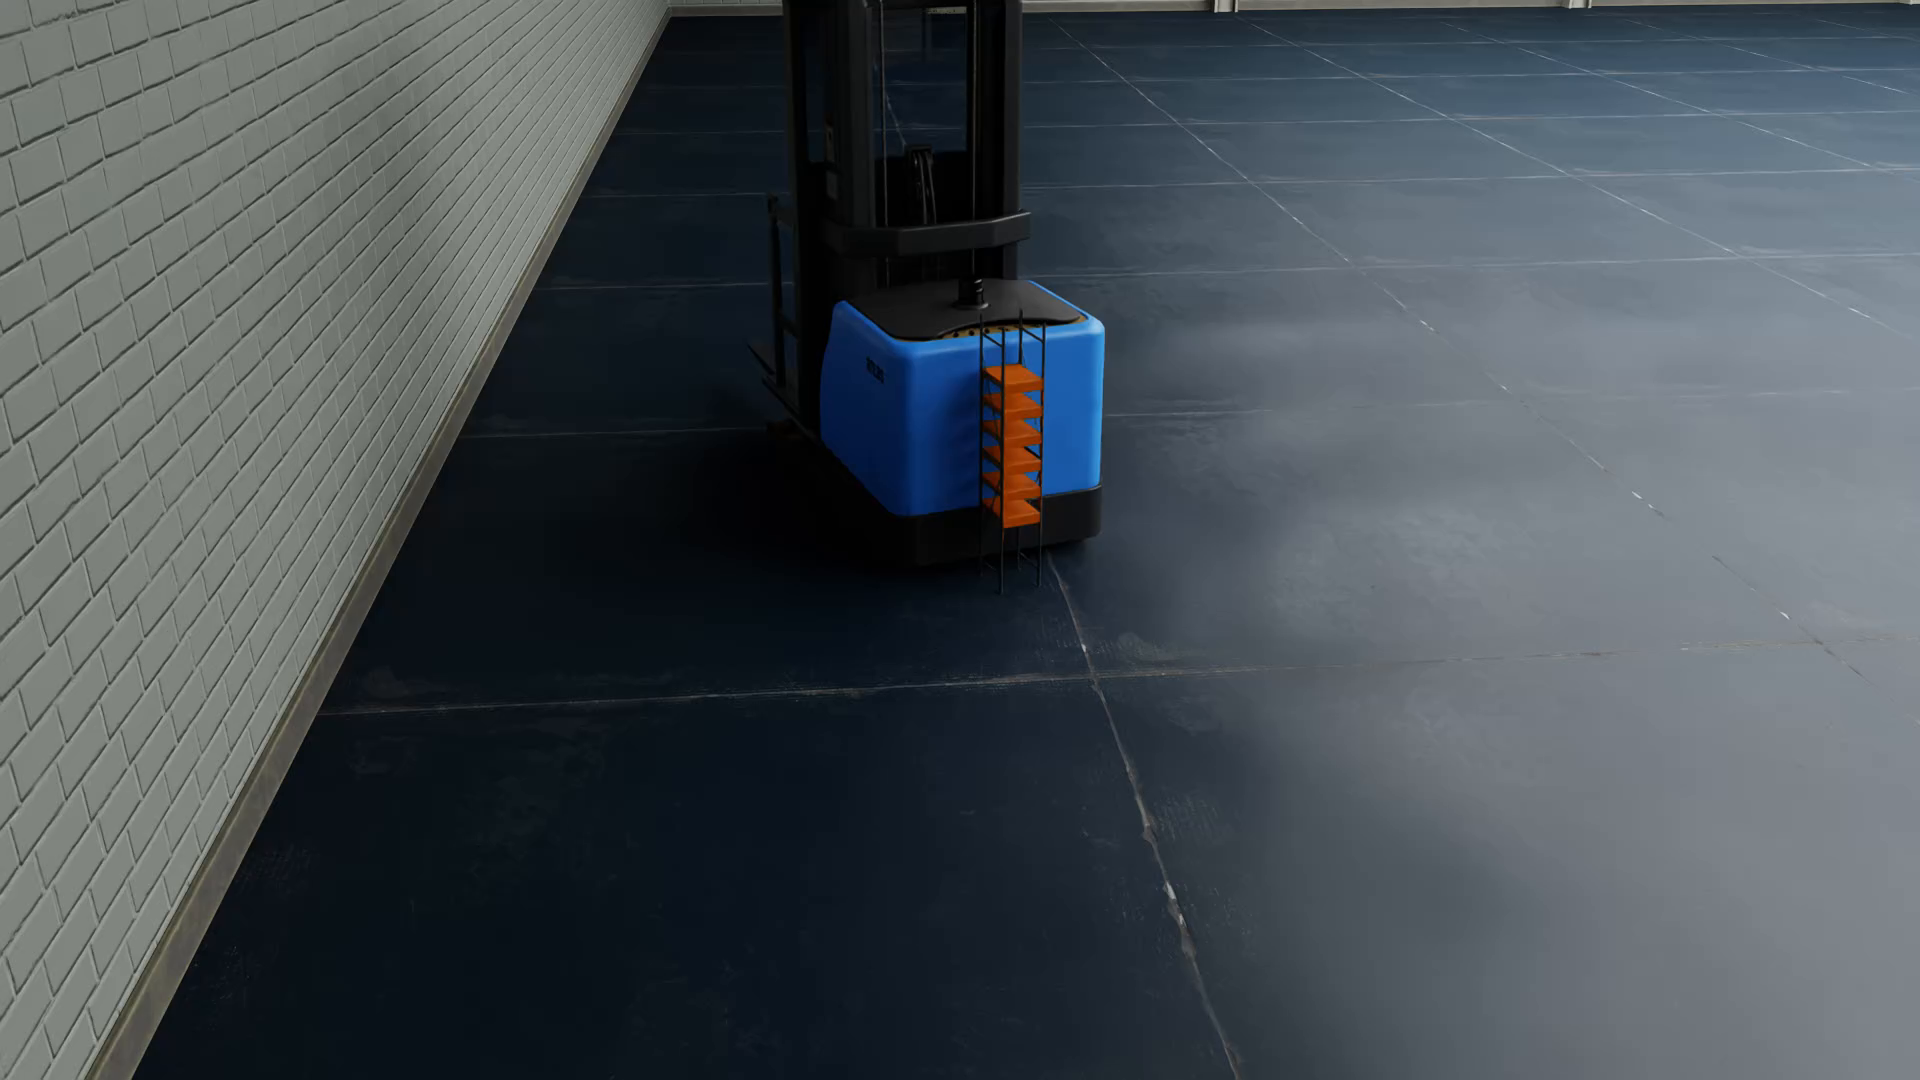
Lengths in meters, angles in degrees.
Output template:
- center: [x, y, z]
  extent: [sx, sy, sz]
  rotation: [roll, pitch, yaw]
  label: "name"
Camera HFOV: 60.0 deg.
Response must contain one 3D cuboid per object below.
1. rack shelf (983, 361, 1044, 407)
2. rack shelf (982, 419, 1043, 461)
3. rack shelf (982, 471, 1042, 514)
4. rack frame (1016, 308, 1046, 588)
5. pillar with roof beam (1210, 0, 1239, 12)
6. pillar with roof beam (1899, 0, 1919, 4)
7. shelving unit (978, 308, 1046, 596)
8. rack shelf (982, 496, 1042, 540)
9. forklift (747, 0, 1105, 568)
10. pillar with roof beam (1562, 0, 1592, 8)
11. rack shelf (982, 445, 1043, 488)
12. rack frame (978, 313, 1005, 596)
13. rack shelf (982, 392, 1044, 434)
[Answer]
- center: [0.216, -0.655, 6.969]
  extent: [0.180, 0.103, 0.258]
  rotation: [-10, 26, -21]
  label: "rack shelf"
- center: [0.216, -0.436, 7.067]
  extent: [0.180, 0.103, 0.258]
  rotation: [-10, 26, -21]
  label: "rack shelf"
- center: [0.216, -0.216, 7.164]
  extent: [0.180, 0.103, 0.258]
  rotation: [-10, 26, -21]
  label: "rack shelf"
- center: [0.300, -0.381, 7.131]
  extent: [0.006, 1.200, 0.240]
  rotation: [-10, 26, -21]
  label: "rack frame"
- center: [4.744, -11.039, 21.506]
  extent: [0.400, 9.000, 9.100]
  rotation: [-2, 24, -5]
  label: "pillar with roof beam"
- center: [16.686, -11.518, 22.584]
  extent: [0.400, 9.000, 9.100]
  rotation: [-2, 24, -5]
  label: "pillar with roof beam"
- center: [0.216, -0.367, 7.098]
  extent: [0.189, 1.200, 0.258]
  rotation: [-10, 26, -21]
  label: "shelving unit"
- center: [0.216, -0.107, 7.213]
  extent: [0.180, 0.103, 0.258]
  rotation: [-10, 26, -21]
  label: "rack shelf"
- center: [-0.372, -1.788, 8.164]
  extent: [1.130, 2.935, 3.031]
  rotation: [-9, 26, -20]
  label: "forklift"
- center: [10.715, -11.278, 22.045]
  extent: [0.400, 9.000, 9.100]
  rotation: [-2, 24, -5]
  label: "pillar with roof beam"
- center: [0.216, -0.326, 7.116]
  extent: [0.180, 0.103, 0.258]
  rotation: [-10, 26, -21]
  label: "rack shelf"
- center: [0.133, -0.352, 7.064]
  extent: [0.006, 1.200, 0.240]
  rotation: [-10, 26, -21]
  label: "rack frame"
- center: [0.216, -0.545, 7.018]
  extent: [0.180, 0.103, 0.258]
  rotation: [-10, 26, -21]
  label: "rack shelf"
